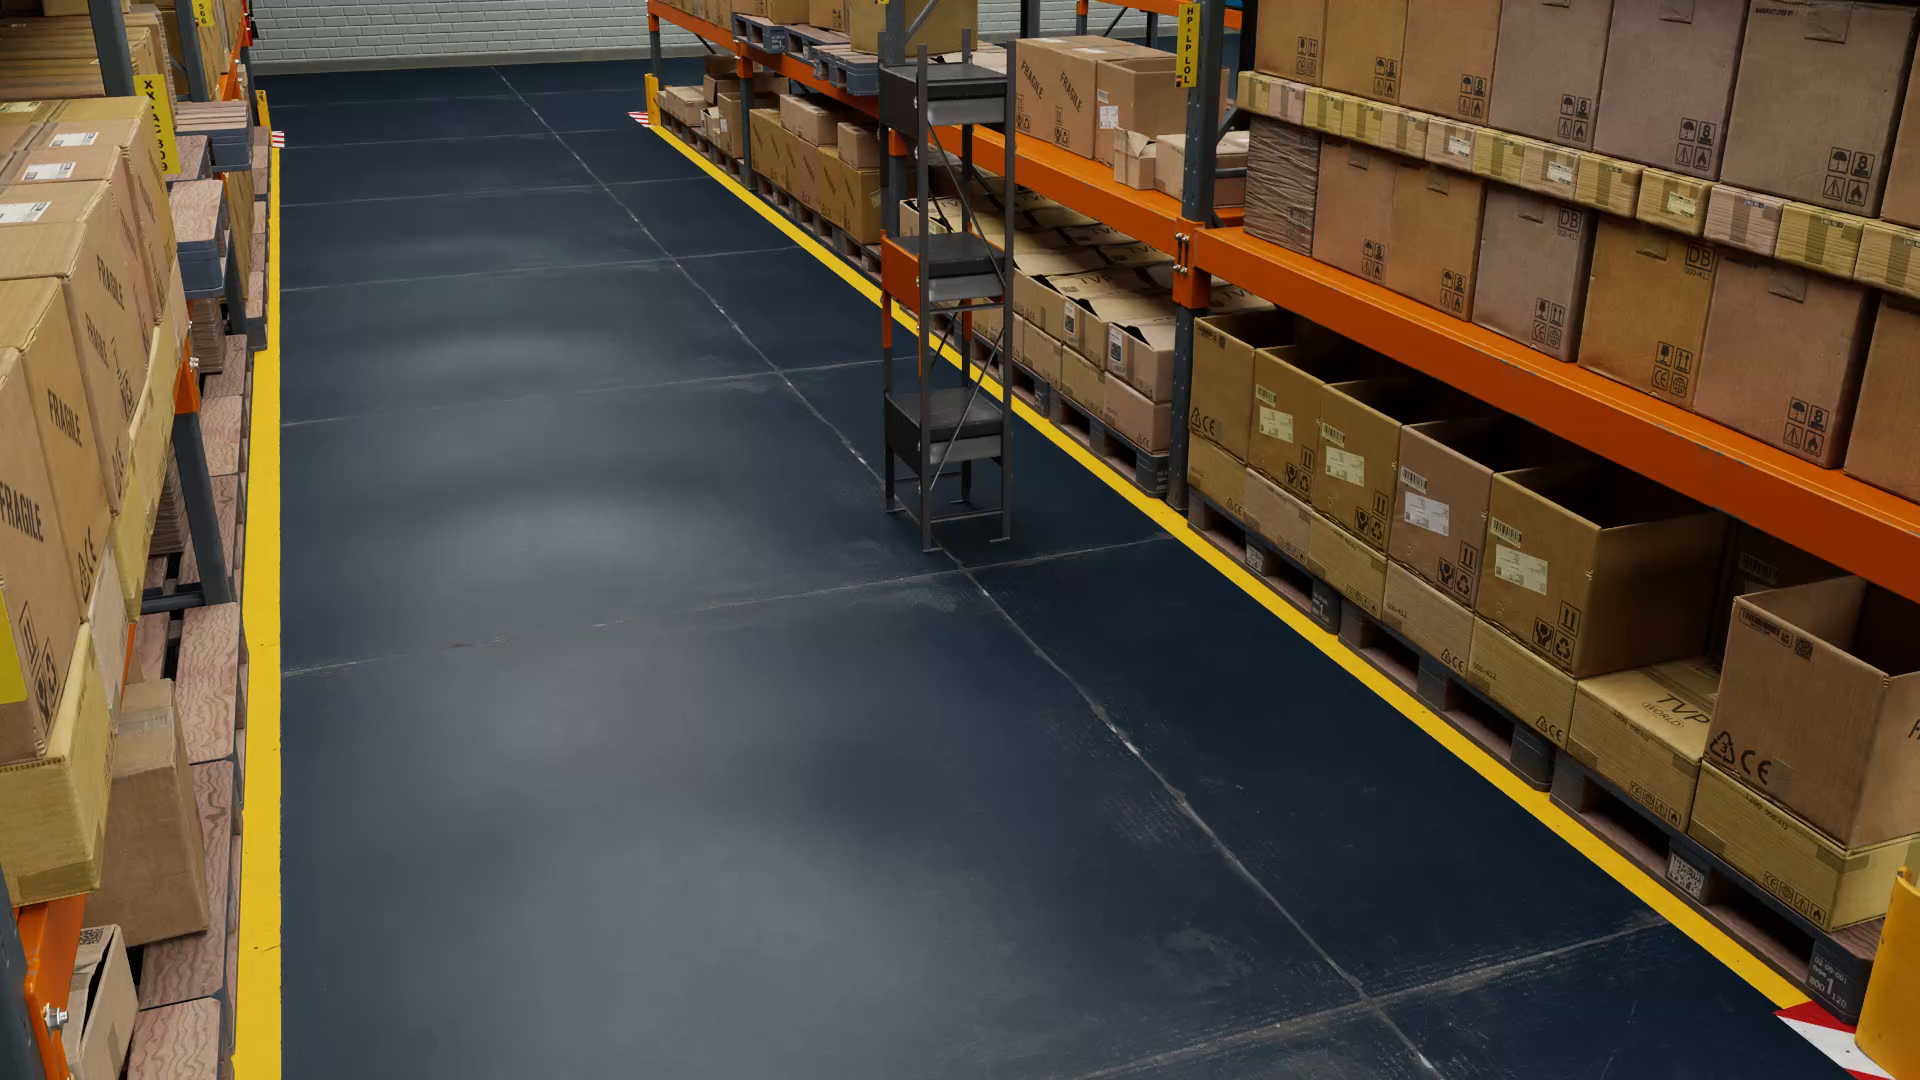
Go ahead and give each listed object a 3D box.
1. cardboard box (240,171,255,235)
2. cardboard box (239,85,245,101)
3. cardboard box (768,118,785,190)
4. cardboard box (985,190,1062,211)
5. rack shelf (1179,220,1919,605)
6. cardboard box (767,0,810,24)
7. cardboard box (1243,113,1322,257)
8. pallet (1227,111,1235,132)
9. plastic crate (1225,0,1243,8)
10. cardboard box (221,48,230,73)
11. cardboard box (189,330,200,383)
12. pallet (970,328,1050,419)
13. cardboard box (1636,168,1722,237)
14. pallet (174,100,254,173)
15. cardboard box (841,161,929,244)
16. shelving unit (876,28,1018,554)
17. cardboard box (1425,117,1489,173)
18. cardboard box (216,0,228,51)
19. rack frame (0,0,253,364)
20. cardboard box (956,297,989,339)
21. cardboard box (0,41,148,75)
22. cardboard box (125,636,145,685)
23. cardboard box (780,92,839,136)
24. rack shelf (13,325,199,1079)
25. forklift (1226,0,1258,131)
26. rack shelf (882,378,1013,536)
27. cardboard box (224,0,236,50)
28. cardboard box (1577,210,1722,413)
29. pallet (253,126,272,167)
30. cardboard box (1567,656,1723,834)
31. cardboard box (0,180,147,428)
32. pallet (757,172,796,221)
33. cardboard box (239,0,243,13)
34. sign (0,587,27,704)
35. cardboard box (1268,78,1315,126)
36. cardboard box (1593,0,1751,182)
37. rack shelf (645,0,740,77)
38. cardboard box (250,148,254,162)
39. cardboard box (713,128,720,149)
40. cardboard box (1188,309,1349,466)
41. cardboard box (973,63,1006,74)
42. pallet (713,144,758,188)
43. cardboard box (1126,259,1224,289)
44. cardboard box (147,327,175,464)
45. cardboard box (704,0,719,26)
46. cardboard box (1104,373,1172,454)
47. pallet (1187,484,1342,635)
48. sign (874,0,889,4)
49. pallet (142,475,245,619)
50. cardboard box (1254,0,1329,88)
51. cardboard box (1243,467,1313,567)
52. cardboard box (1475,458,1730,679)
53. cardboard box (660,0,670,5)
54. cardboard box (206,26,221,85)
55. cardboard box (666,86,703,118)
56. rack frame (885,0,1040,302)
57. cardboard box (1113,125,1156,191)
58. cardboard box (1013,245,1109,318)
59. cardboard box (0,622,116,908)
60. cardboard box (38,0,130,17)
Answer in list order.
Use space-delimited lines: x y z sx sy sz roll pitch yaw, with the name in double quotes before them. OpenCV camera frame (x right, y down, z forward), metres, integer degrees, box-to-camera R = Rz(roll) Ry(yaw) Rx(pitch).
"cardboard box" -5.355 -2.482 11.503 0.750 0.750 0.750 -8 24 -17
"cardboard box" -6.327 -3.785 14.211 0.380 0.149 0.250 -9 24 -20
"cardboard box" -1.249 -3.150 13.514 0.500 0.500 0.500 -8 24 -18
"cardboard box" 0.438 -2.076 10.590 0.500 0.311 0.500 -8 24 -18
"rack shelf" 2.142 -0.536 5.585 1.077 0.370 4.000 -8 24 -19
"cardboard box" -1.130 -4.296 12.912 0.700 0.500 0.500 -5 23 -11
"cardboard box" 1.598 -1.480 6.770 0.700 0.500 0.500 -9 24 -20
"pallet" 2.949 -4.156 16.839 1.003 0.211 1.213 -8 24 -19
"plastic crate" 2.761 -5.322 15.959 0.392 0.384 0.575 -8 24 -19
"cardboard box" -5.330 -3.353 11.640 0.380 0.149 0.250 -8 24 -19
"cardboard box" -4.234 -0.960 8.317 0.700 0.500 0.500 -8 24 -19
"pallet" 0.704 -1.015 9.387 1.003 0.211 1.213 -8 24 -19
"cardboard box" 2.171 -0.973 4.733 0.380 0.149 0.250 -8 24 -17
"pallet" -4.259 -2.034 8.460 1.213 0.211 1.003 -8 24 -19
"cardboard box" -0.527 -2.406 11.748 0.500 0.500 0.500 -7 24 -17
"shelving unit" -0.058 -1.028 6.985 0.431 2.100 0.503 -8 24 -19
"cardboard box" 1.808 -1.347 5.620 0.380 0.149 0.250 -9 25 -21
"cardboard box" -5.435 -3.695 11.617 0.500 0.500 0.500 -8 24 -19
"rack frame" -4.610 -2.366 9.002 1.000 3.000 0.127 -8 24 -19
"cardboard box" 0.301 -1.373 9.644 0.500 0.250 0.500 -9 24 -20
"cardboard box" -3.798 -1.790 6.941 0.700 0.500 0.500 -5 23 -12
"cardboard box" -2.793 0.408 5.072 0.500 0.500 0.500 -10 25 -23
"cardboard box" -1.094 -3.325 12.962 0.500 0.250 0.500 -8 24 -19
"rack shelf" -2.491 0.145 3.970 1.077 0.370 4.000 -8 24 -19
"forklift" 2.032 -2.709 9.904 1.130 2.935 3.031 -8 24 -18
"rack shelf" -0.058 -0.370 7.262 0.431 0.518 0.480 -8 24 -19
"cardboard box" -6.200 -4.157 12.865 0.980 0.700 0.700 -8 24 -18
"cardboard box" 2.336 -0.729 4.990 0.700 0.500 0.500 -8 24 -19
"pallet" -7.081 -3.708 15.777 1.003 0.211 1.213 -8 24 -19
"cardboard box" 2.195 0.599 4.967 0.500 0.250 0.500 -8 24 -19
"cardboard box" -2.207 -0.515 3.813 0.500 0.500 0.500 -8 24 -17
"pallet" -1.068 -2.925 13.919 1.003 0.211 1.213 -8 24 -19
"cardboard box" -7.247 -5.227 15.404 0.980 0.700 0.700 -7 24 -17
"sign" -1.277 0.067 2.114 0.100 0.325 0.005 -8 24 -19
"cardboard box" 1.438 -1.724 6.513 0.380 0.149 0.250 -8 24 -18
"cardboard box" 2.307 -1.349 4.788 0.700 0.500 0.500 -8 24 -19
"rack shelf" -2.097 -4.896 15.930 1.077 0.370 4.000 -8 24 -19
"cardboard box" -6.545 -3.517 14.410 0.700 0.500 0.500 -8 24 -18
"cardboard box" -2.046 -3.686 15.237 0.380 0.149 0.250 -8 24 -19
"cardboard box" 1.307 -0.655 6.975 0.500 0.500 0.500 -8 24 -19
"cardboard box" 0.157 -2.655 9.801 0.500 0.311 0.500 -9 24 -20
"pallet" -1.632 -3.465 15.200 1.003 0.211 1.213 -8 24 -19
"cardboard box" 1.167 -1.334 8.830 0.500 0.311 0.500 -9 25 -21
"cardboard box" -2.386 -0.360 4.409 0.500 0.250 0.500 -8 24 -19
"cardboard box" -1.991 -4.880 14.838 0.500 0.500 0.500 -8 24 -17
"cardboard box" 1.018 -0.631 7.885 0.500 0.250 0.500 -9 24 -20
"pallet" 1.677 -0.014 7.012 1.003 0.211 1.213 -8 24 -19
"sign" -0.482 -3.467 10.224 0.100 0.325 0.005 -8 24 -19
"pallet" -3.474 0.089 6.766 1.003 0.211 1.213 -8 24 -19
"cardboard box" 1.598 -2.078 6.518 0.700 0.500 0.500 -8 24 -19
"cardboard box" 1.488 -0.128 6.691 0.500 0.250 0.500 -8 24 -19
"cardboard box" 2.014 0.072 5.251 0.500 0.500 0.500 -8 24 -19
"cardboard box" -2.706 -5.616 16.584 0.500 0.500 0.500 -9 24 -20
"cardboard box" -4.719 -2.962 9.878 0.500 0.500 0.500 -8 24 -17
"cardboard box" -2.700 -4.472 16.971 0.500 0.250 0.500 -8 24 -19
"rack frame" 0.023 -3.047 10.618 1.000 3.000 0.127 -8 24 -19
"cardboard box" 0.953 -1.826 7.894 0.396 0.266 0.258 -9 24 -20
"cardboard box" 0.486 -1.440 9.081 0.500 0.311 0.500 -9 24 -20
"cardboard box" -1.660 0.379 2.655 0.500 0.250 0.500 -9 25 -21
"cardboard box" -4.333 -2.678 8.211 0.380 0.149 0.250 -13 26 -28
